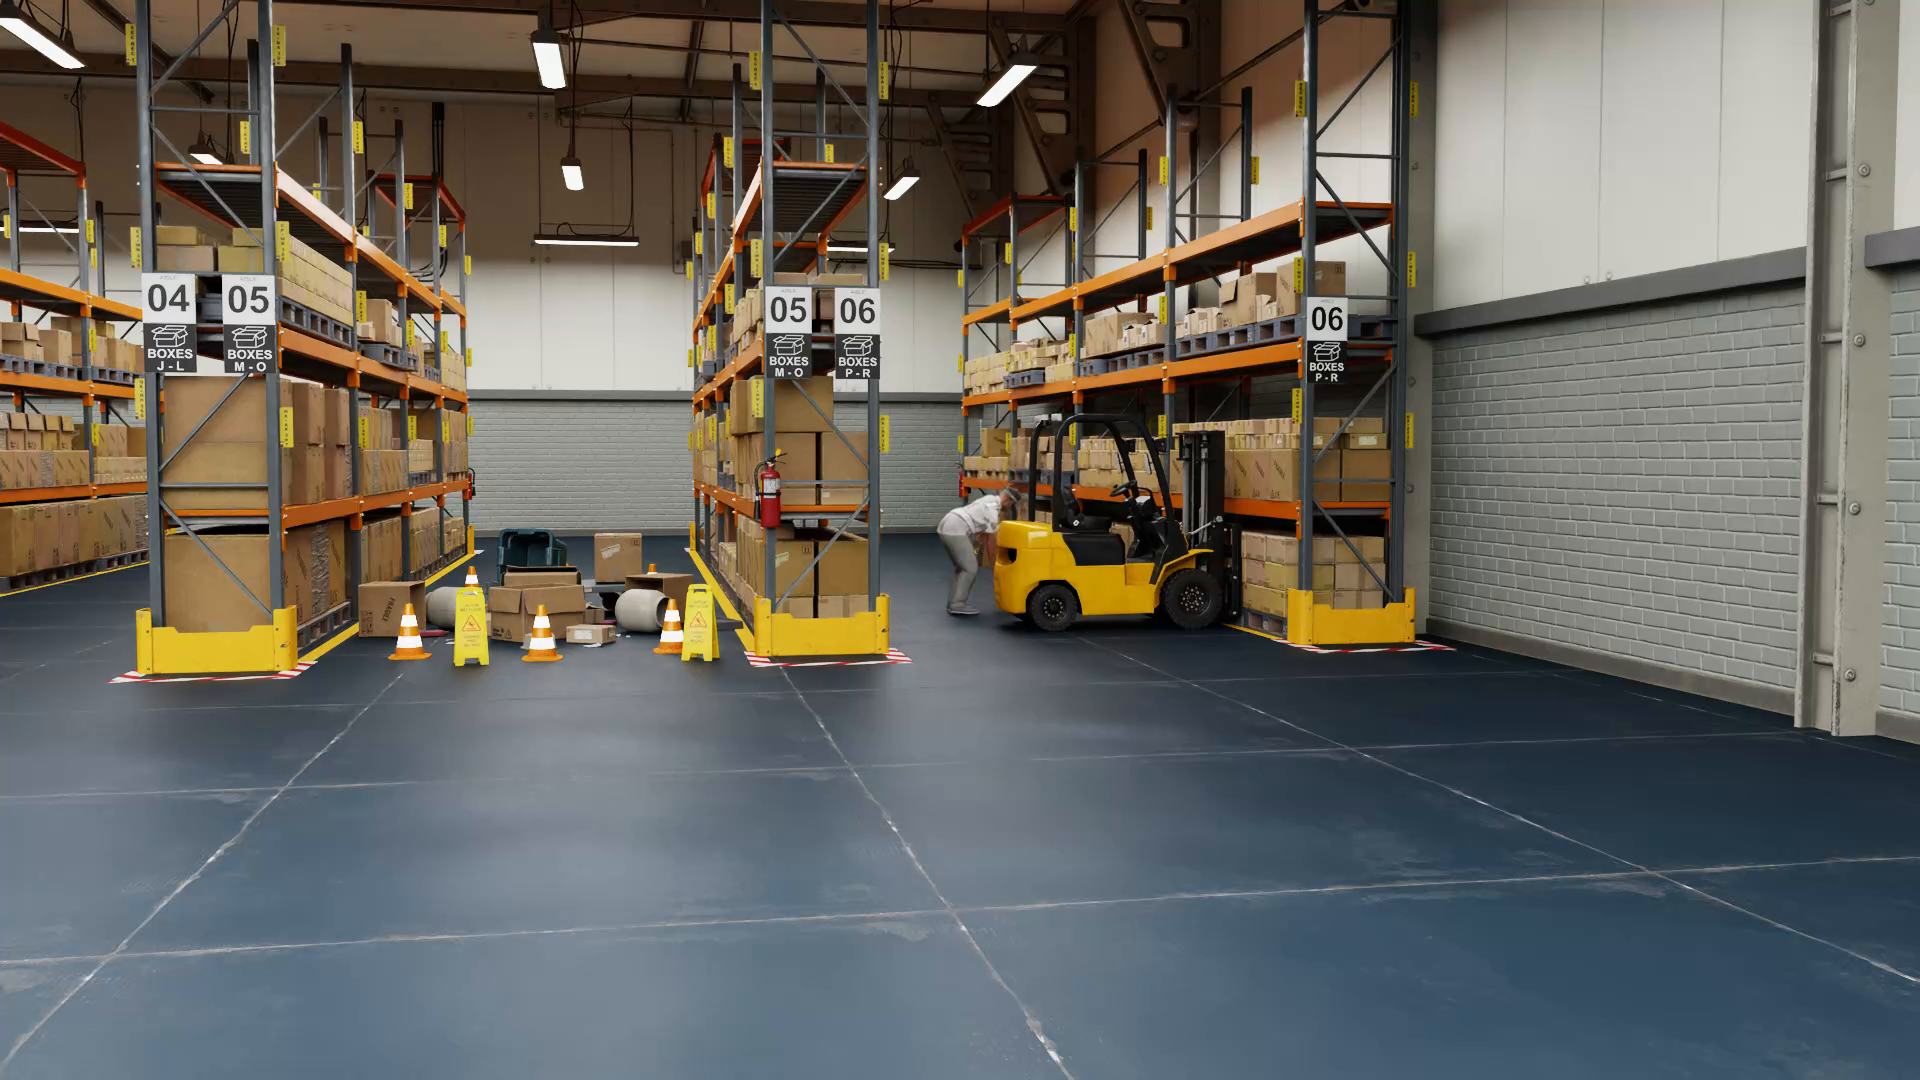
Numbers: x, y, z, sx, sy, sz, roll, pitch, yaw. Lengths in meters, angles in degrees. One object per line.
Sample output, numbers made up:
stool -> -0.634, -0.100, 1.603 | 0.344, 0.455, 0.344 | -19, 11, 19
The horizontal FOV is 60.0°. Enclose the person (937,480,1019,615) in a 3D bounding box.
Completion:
person -> 0.220, 0.073, 18.342 | 0.899, 1.477, 0.496 | -1, 3, -13
